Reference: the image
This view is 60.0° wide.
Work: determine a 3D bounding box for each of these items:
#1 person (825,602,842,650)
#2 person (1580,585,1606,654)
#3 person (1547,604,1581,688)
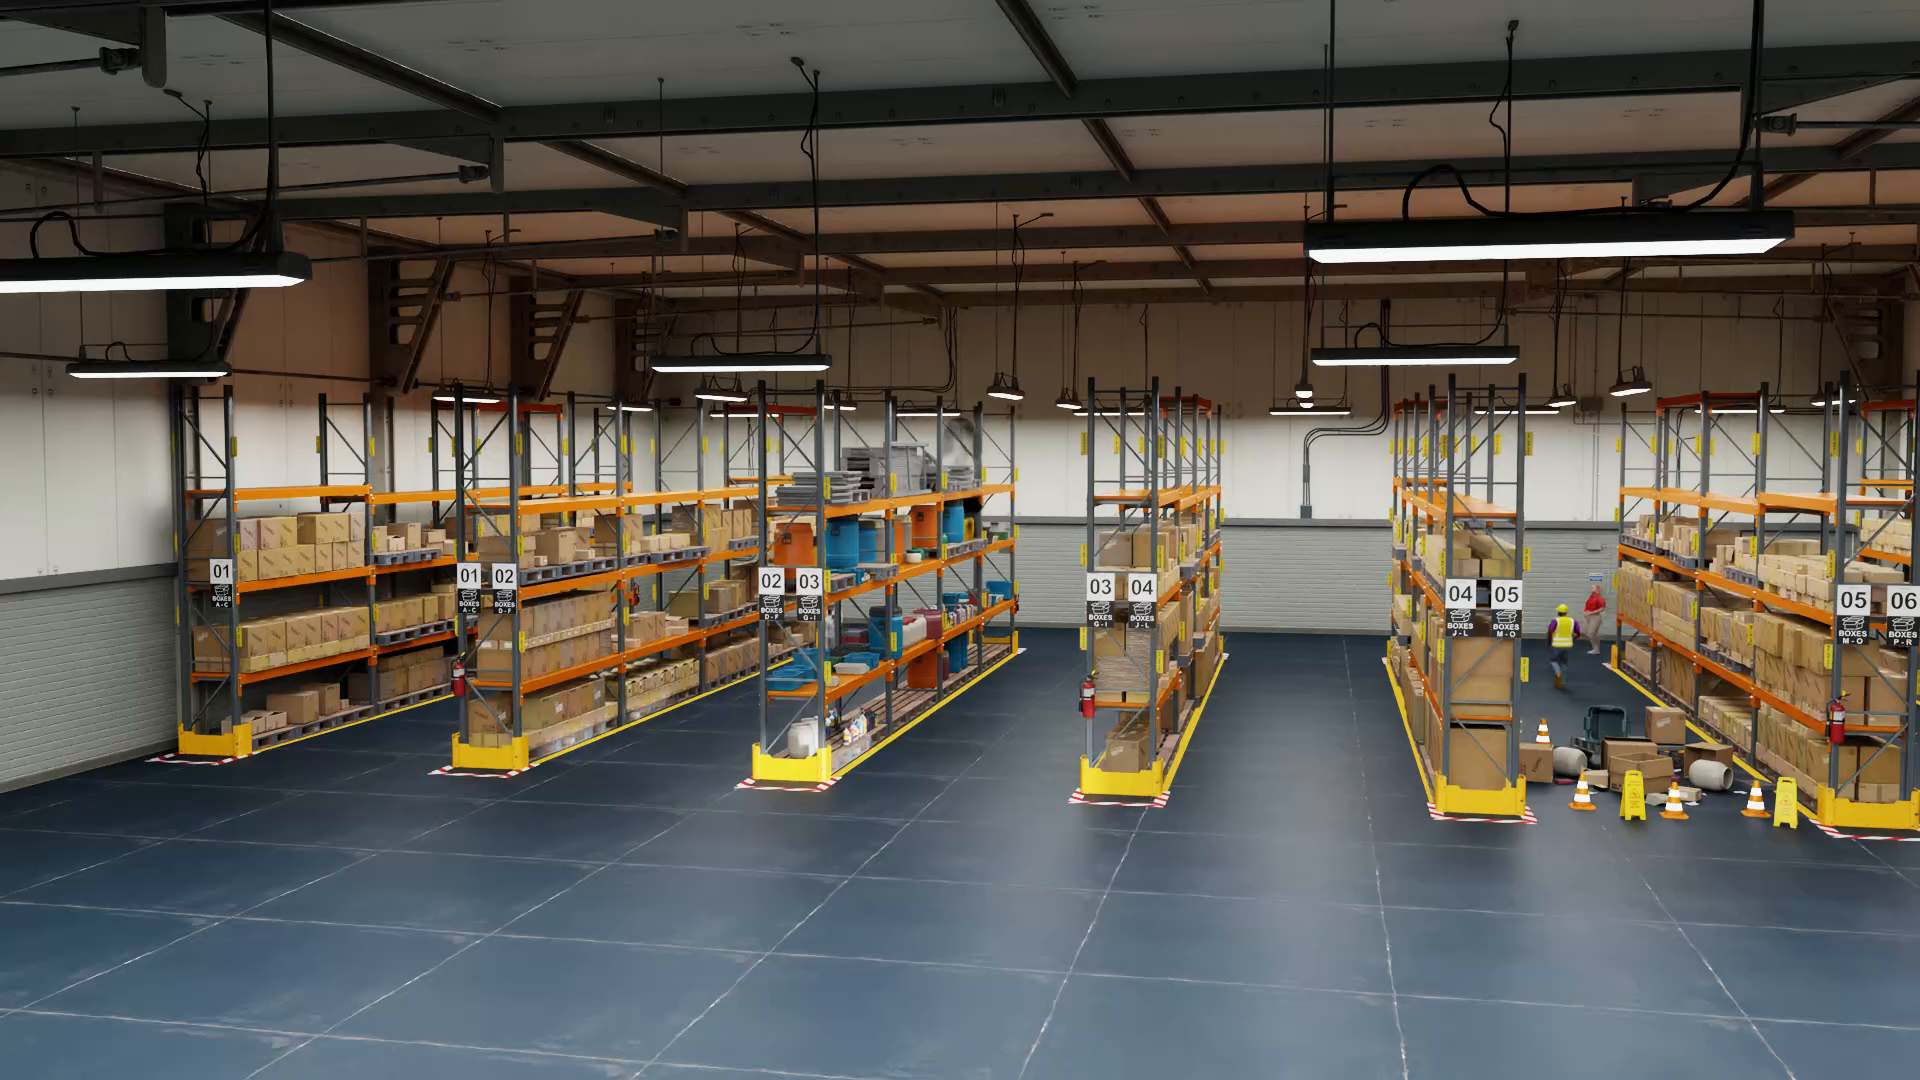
[{"bbox_3d":[-2.850,2.144,36.457,0.559,1.673,0.836,0,3,3],"label":"person"},{"bbox_3d":[15.304,1.912,40.209,0.595,1.677,0.660,-1,3,-11],"label":"person"},{"bbox_3d":[12.516,2.198,34.573,0.714,1.726,0.577,0,3,1],"label":"person"}]
